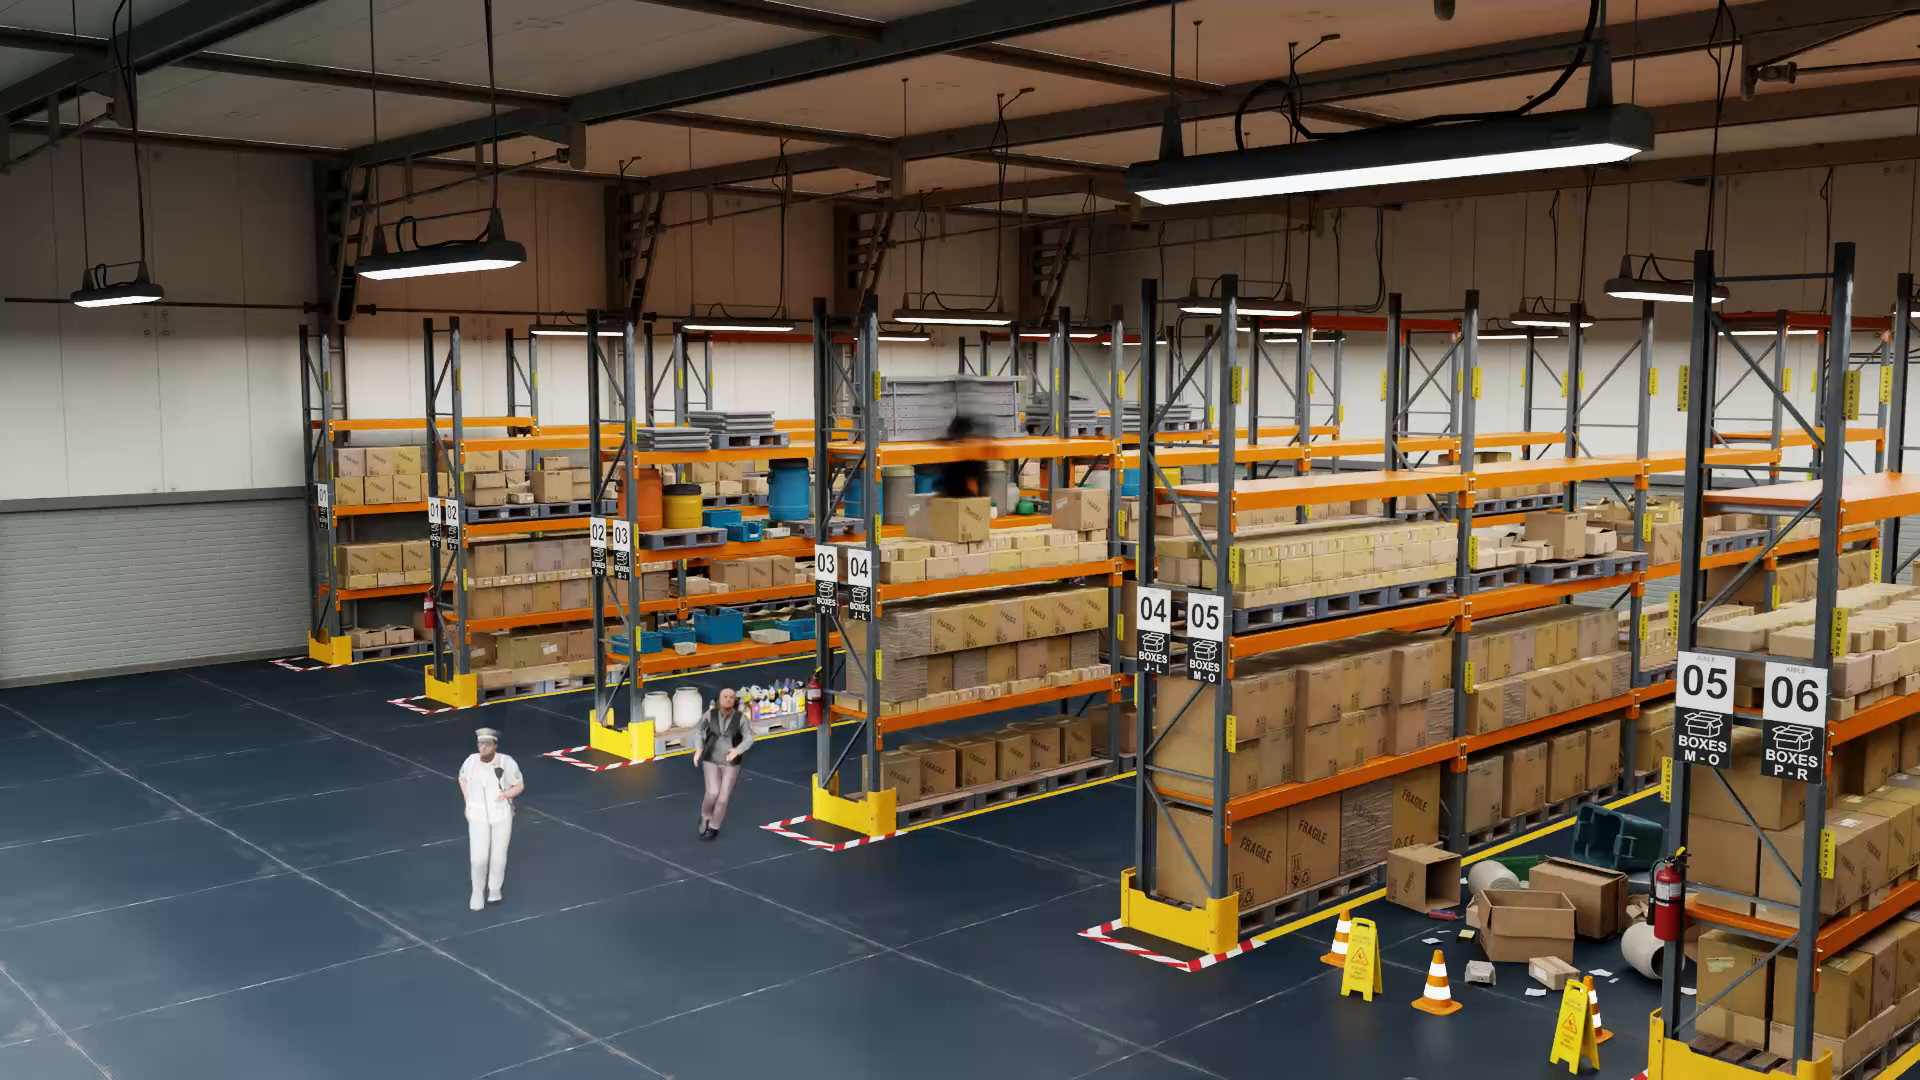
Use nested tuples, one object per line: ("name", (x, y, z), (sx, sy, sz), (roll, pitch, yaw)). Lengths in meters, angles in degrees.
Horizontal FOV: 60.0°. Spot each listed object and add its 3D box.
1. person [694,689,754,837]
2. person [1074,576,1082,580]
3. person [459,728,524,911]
("person", (-2.600, 2.482, 18.340), (0.651, 1.664, 0.603), (-1, 6, -9))
("person", (2.300, 1.168, 31.713), (0.574, 1.604, 0.548), (5, 8, 40))
("person", (-4.512, 2.692, 15.996), (0.630, 1.816, 0.715), (-1, 6, -10))
